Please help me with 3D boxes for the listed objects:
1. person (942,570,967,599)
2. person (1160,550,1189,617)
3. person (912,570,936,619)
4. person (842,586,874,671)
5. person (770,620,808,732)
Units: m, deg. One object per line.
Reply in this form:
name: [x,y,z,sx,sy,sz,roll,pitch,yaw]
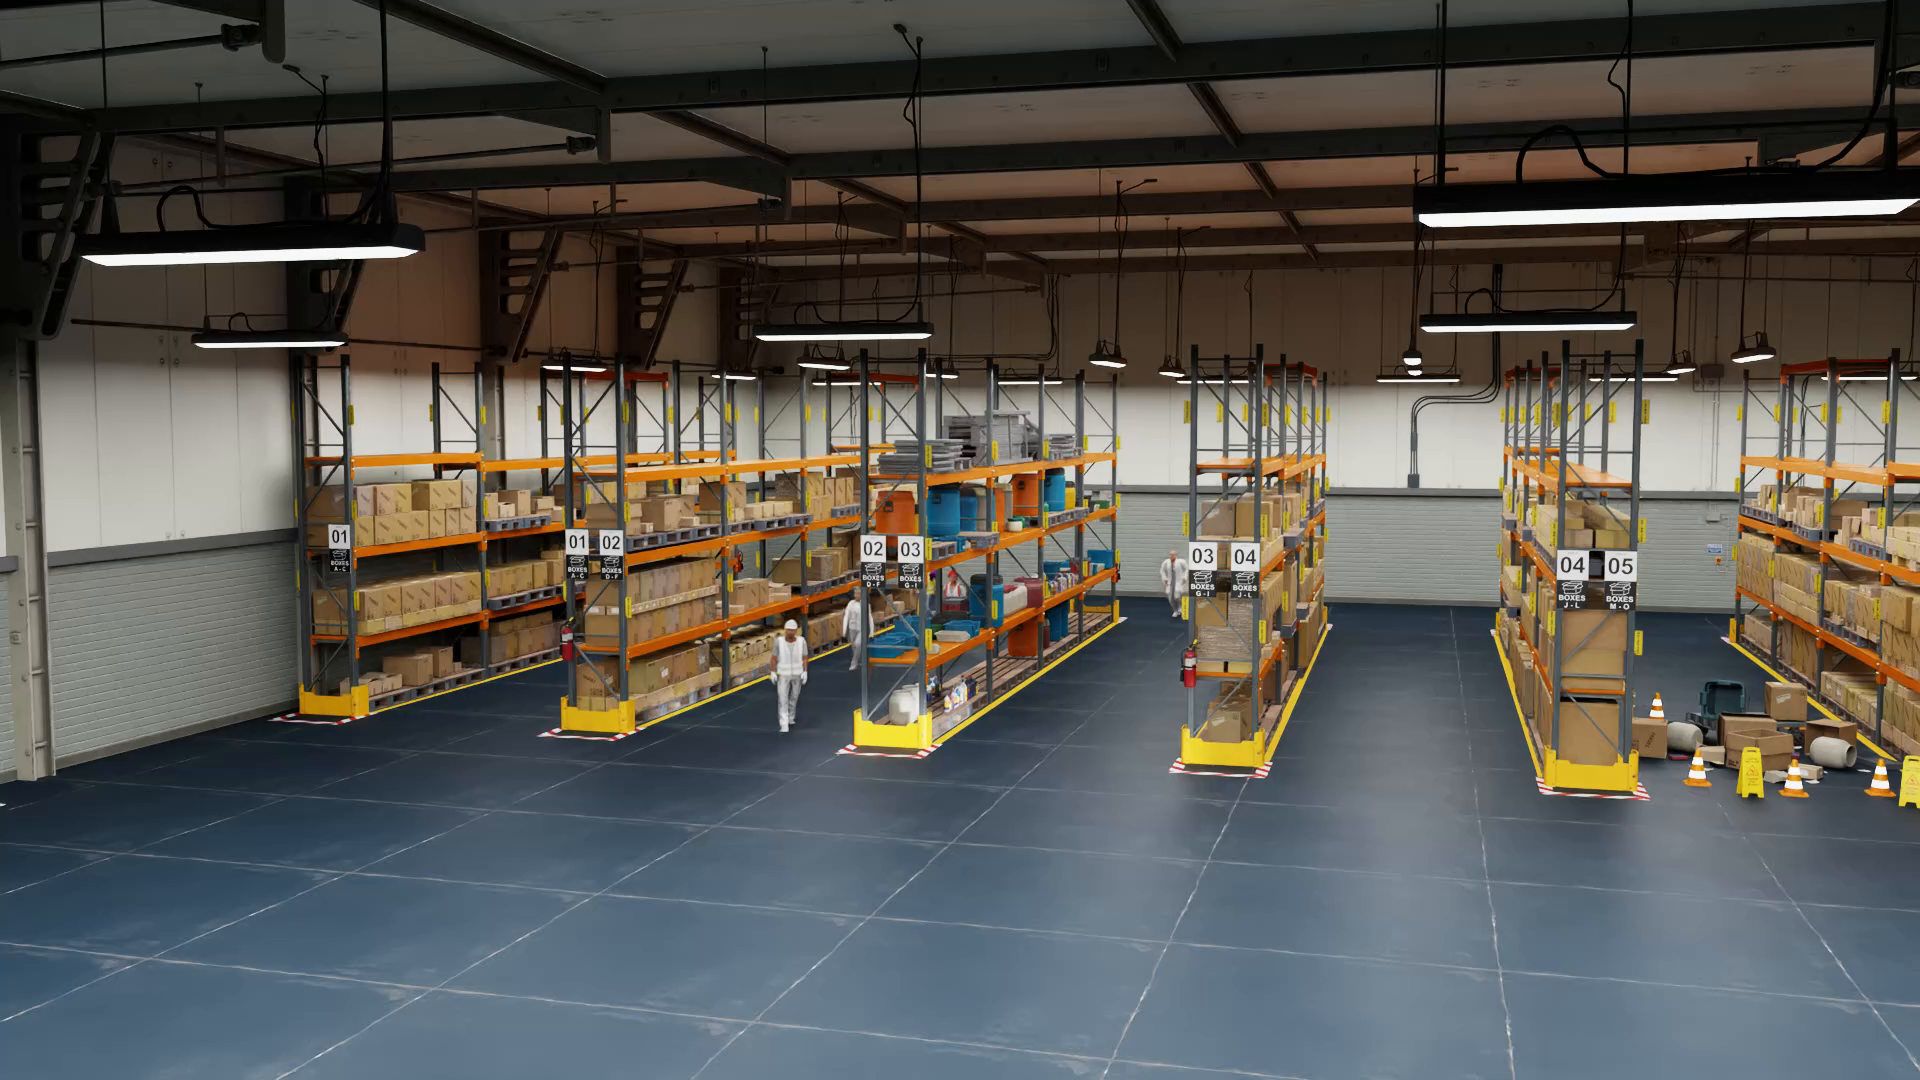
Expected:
person: [-0.173,1.496,34.794,0.600,1.721,1.050,1,4,11]
person: [5.349,1.075,41.294,0.743,1.683,0.663,2,5,23]
person: [-0.813,1.246,39.019,0.708,1.666,0.696,2,5,24]
person: [-1.929,1.628,31.057,0.475,1.562,1.057,2,5,24]
person: [-2.689,2.126,26.412,0.574,1.725,0.993,-1,5,-19]
